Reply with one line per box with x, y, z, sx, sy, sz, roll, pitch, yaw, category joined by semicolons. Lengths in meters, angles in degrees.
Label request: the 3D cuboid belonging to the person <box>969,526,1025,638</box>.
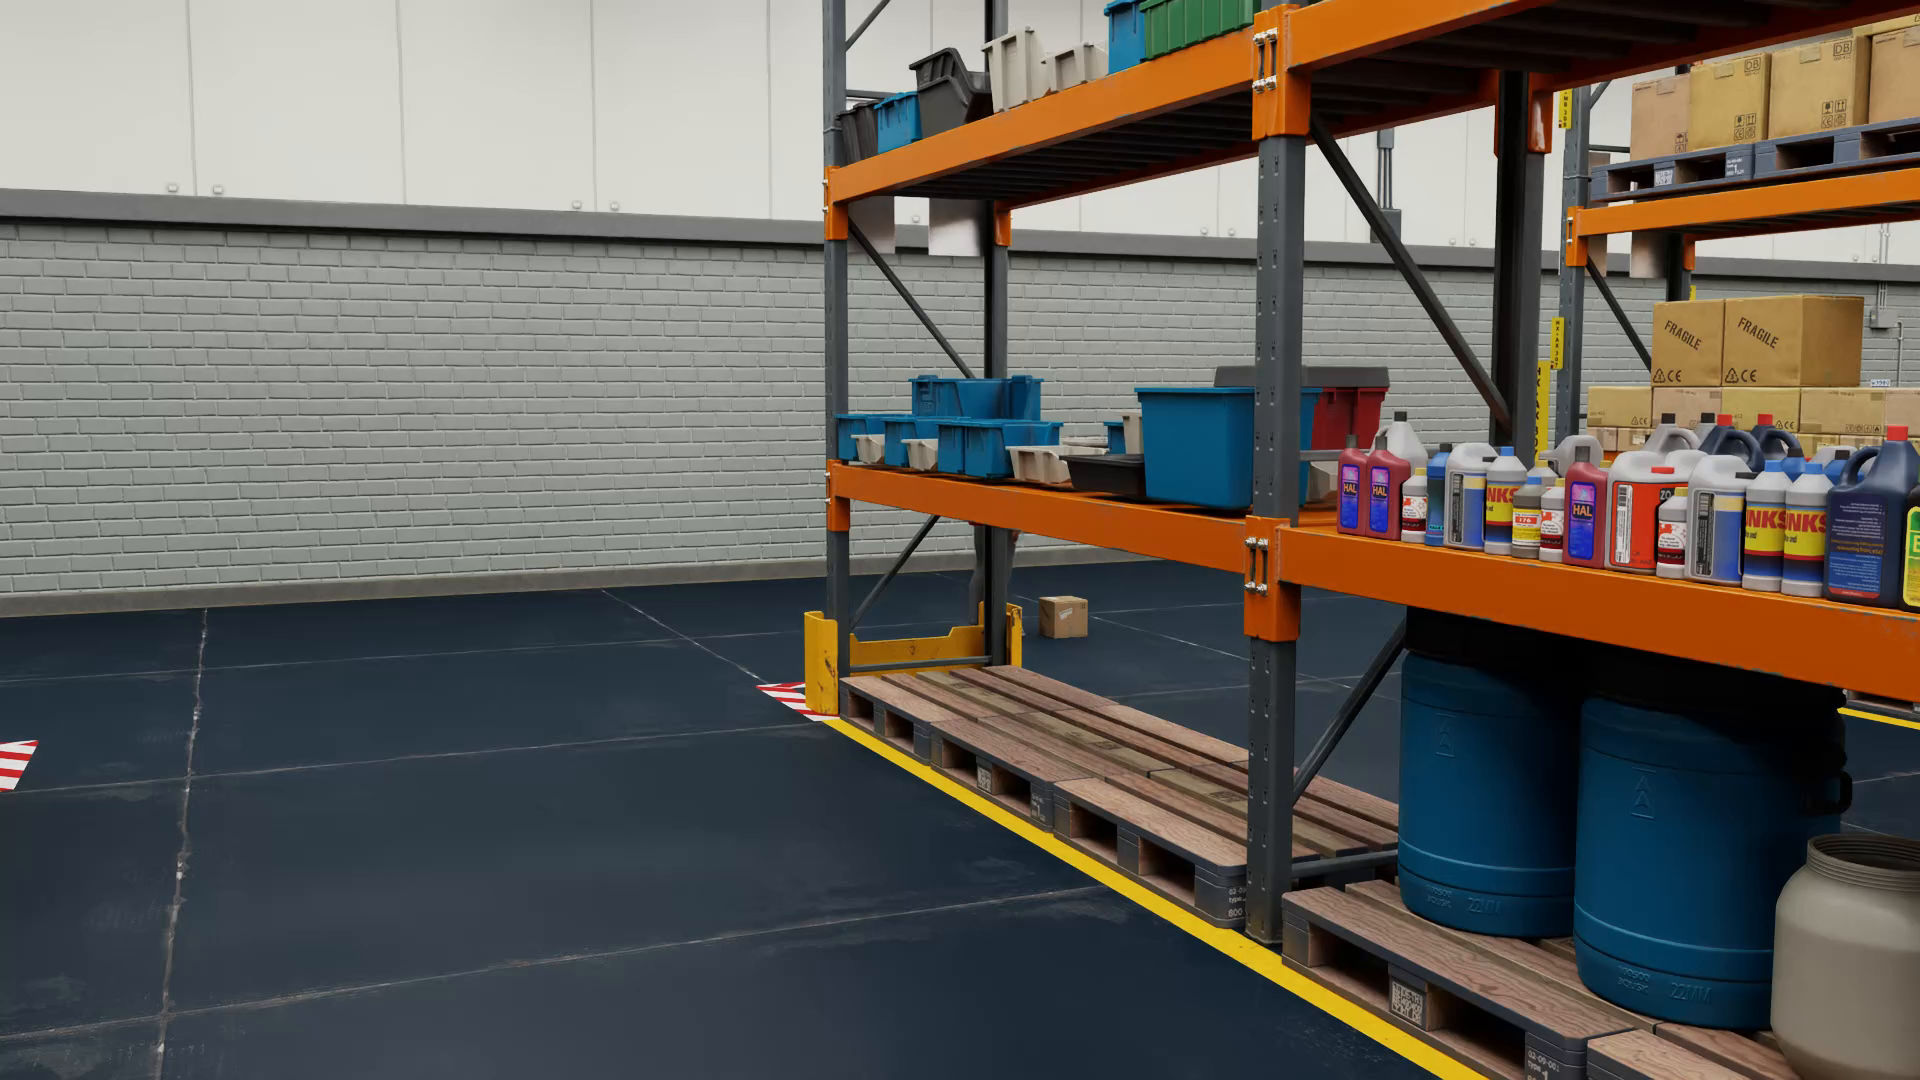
0.244;-0.157;11.132;0.330;1.671;0.480;-2;6;-23;person
